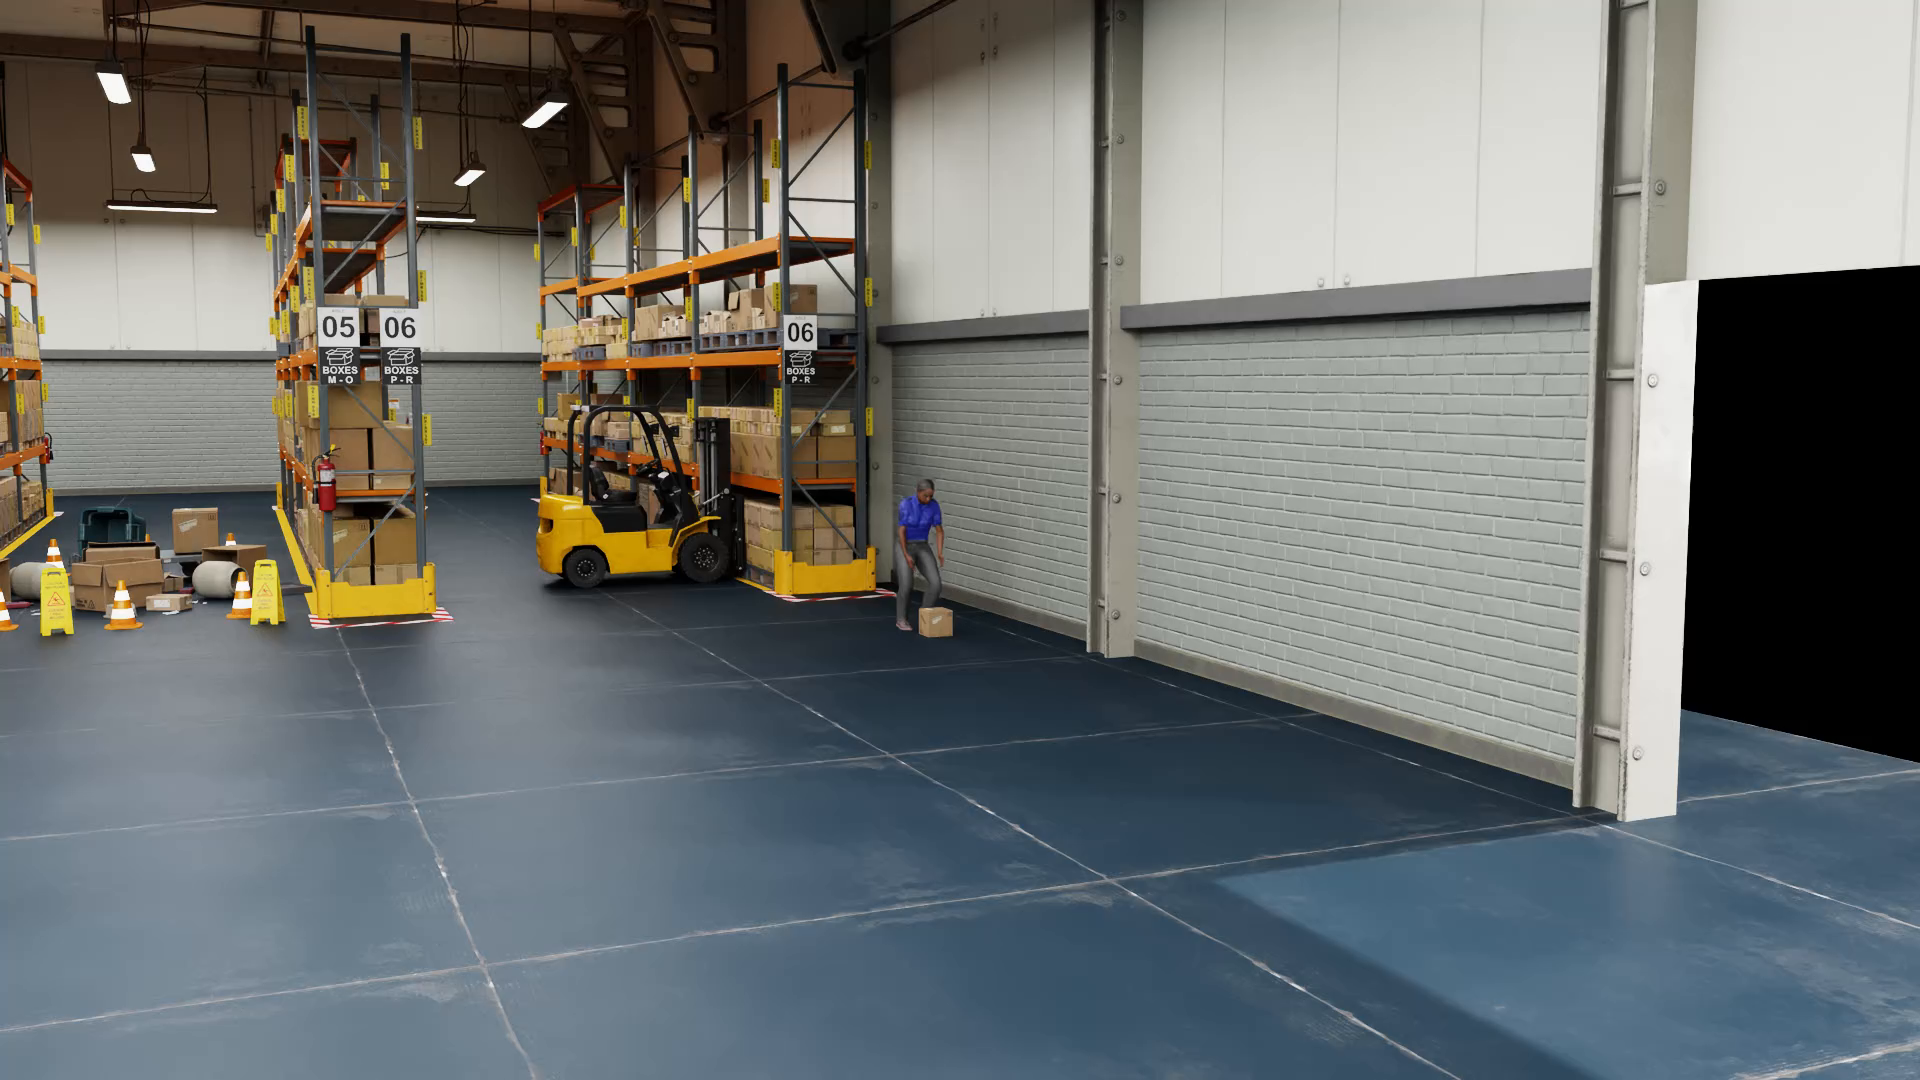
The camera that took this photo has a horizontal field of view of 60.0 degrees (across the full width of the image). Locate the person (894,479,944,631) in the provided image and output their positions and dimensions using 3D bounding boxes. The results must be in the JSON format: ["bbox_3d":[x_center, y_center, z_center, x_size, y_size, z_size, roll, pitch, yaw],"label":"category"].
[{"bbox_3d":[-0.399,0.137,16.466,0.484,1.507,0.513,-2,6,-23],"label":"person"}]
